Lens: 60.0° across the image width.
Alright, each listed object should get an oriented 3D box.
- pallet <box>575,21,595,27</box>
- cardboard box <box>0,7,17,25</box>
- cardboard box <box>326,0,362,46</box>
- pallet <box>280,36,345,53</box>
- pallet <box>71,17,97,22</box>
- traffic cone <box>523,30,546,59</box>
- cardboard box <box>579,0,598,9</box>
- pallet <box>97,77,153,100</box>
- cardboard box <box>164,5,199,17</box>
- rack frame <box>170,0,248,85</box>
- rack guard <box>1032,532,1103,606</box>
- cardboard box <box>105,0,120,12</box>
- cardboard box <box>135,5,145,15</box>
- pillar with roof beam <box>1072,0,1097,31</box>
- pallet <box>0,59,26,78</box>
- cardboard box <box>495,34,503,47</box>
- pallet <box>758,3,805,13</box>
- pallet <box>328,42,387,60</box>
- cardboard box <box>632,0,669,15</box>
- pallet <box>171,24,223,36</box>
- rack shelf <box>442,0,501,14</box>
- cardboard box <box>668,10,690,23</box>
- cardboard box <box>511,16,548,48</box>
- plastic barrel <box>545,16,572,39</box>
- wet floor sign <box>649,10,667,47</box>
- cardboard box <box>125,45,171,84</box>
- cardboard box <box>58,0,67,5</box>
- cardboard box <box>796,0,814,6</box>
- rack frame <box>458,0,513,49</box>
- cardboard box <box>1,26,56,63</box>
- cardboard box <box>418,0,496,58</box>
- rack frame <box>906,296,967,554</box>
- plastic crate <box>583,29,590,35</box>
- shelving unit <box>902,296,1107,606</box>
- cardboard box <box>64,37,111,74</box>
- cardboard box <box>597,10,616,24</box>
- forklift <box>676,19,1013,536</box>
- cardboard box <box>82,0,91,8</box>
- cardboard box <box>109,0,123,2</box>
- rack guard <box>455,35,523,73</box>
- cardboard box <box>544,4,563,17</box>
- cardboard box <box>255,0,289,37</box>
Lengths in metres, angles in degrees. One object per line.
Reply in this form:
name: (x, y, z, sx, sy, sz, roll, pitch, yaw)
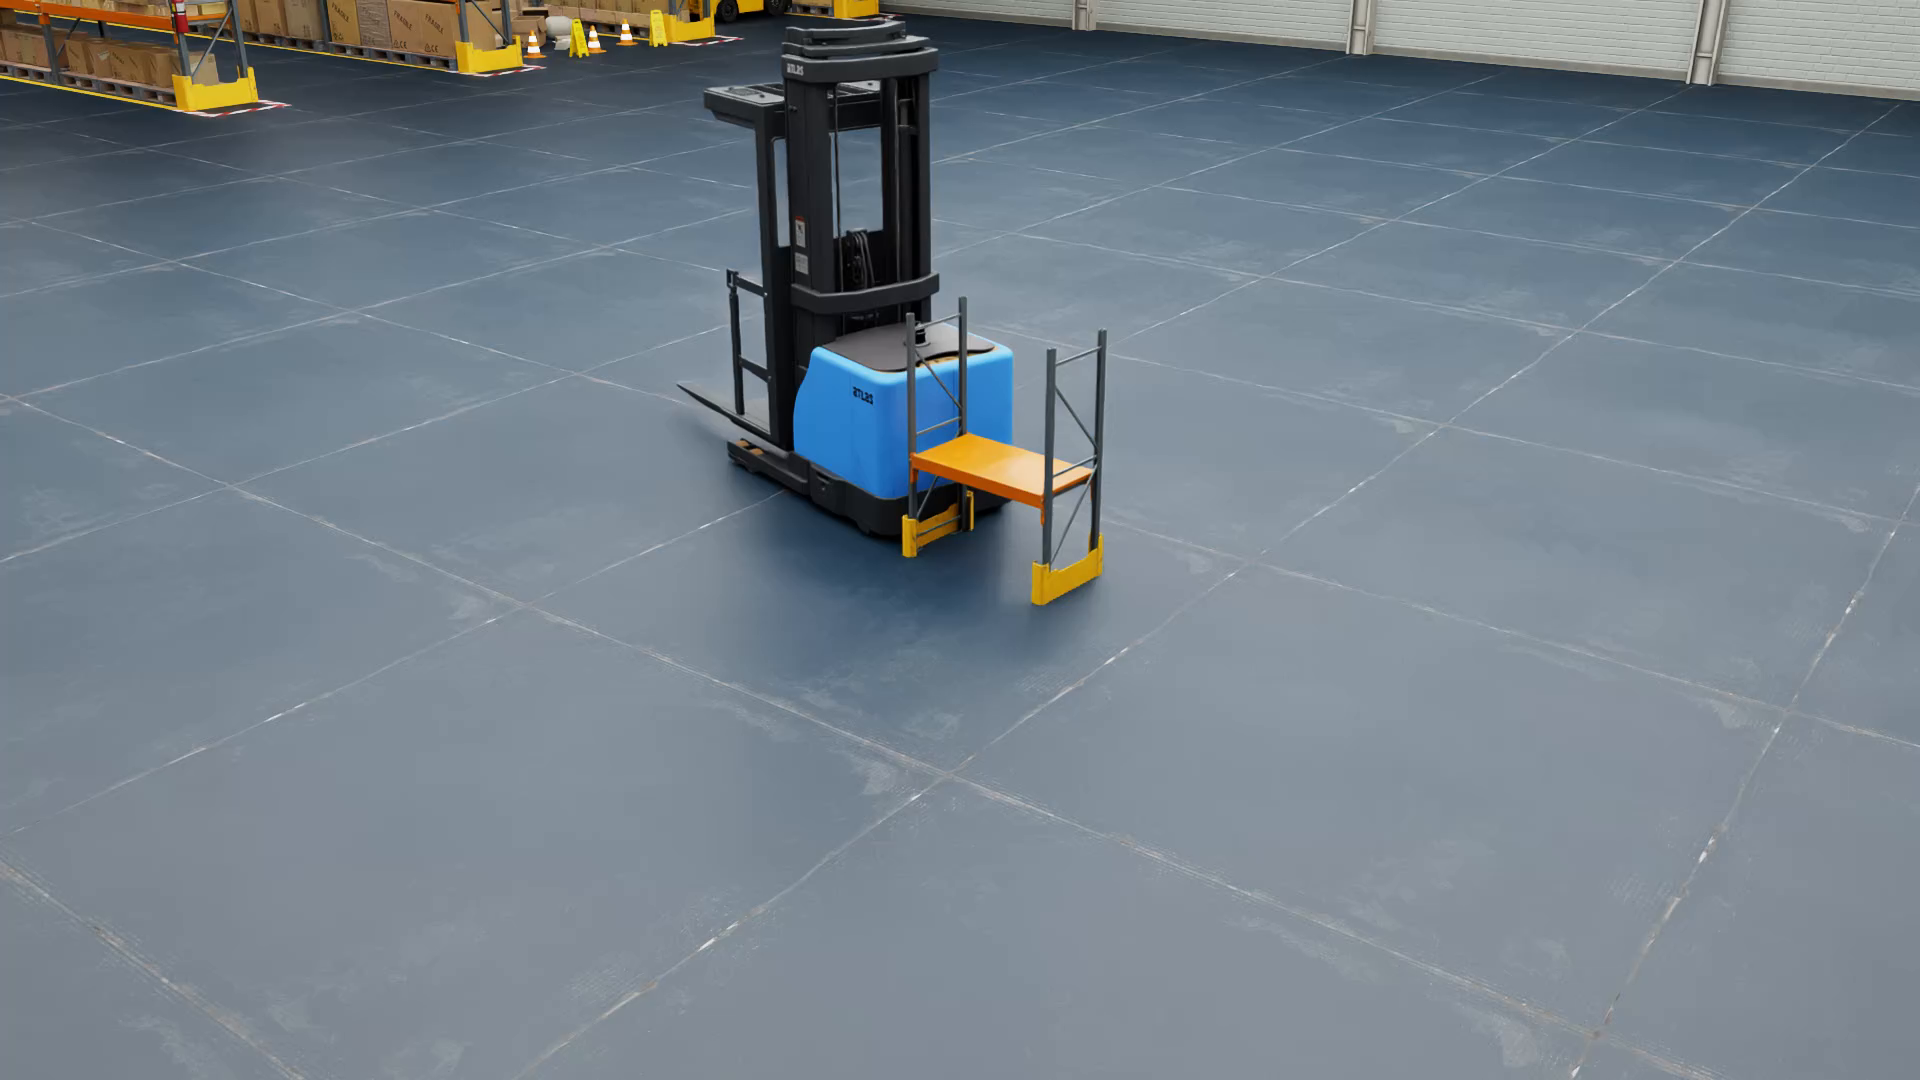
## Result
pallet: (-7.873, -10.682, 34.232, 1.213, 0.211, 1.003, 17, 29, 33)
cardboard box: (-16.592, -9.002, 28.586, 0.500, 0.250, 0.500, 21, 31, 39)
cardboard box: (-10.859, -9.533, 30.279, 0.875, 0.875, 0.875, 17, 29, 34)
pallet: (-11.982, -9.374, 31.263, 1.213, 0.211, 1.003, 17, 29, 33)
pallet: (-18.280, -11.297, 35.628, 1.213, 0.211, 1.003, 17, 29, 33)
traffic cone: (-7.692, -8.946, 29.980, 0.334, 0.463, 0.336, 17, 29, 33)
cardboard box: (-7.272, -10.905, 33.238, 0.500, 0.500, 0.500, 19, 30, 36)
pallet: (-12.836, -7.190, 26.306, 1.213, 0.211, 1.003, 17, 29, 33)
cardboard box: (-11.527, -7.832, 24.616, 0.250, 0.149, 0.380, 17, 29, 33)
rack frame: (-11.175, -7.944, 24.560, 0.127, 3.000, 1.000, 17, 29, 33)
rack guard: (0.621, 0.162, 9.572, 0.087, 0.250, 0.587, 19, 30, 37)
cardboard box: (-12.790, -8.160, 25.362, 0.250, 0.149, 0.380, 17, 29, 33)
cardboard box: (-12.148, -8.002, 25.002, 0.250, 0.149, 0.380, 17, 29, 33)
pillar with roof beam: (-0.055, -13.109, 28.841, 0.400, 9.000, 9.100, 17, 29, 33)
pallet: (-15.980, -8.118, 28.413, 1.213, 0.211, 1.003, 17, 29, 33)
cardboard box: (-8.840, -9.415, 31.289, 0.396, 0.266, 0.258, -21, 31, -39)
pallet: (-3.866, -11.935, 37.075, 1.213, 0.211, 1.003, 17, 29, 33)
pallet: (-10.758, -9.002, 30.420, 1.213, 0.211, 1.003, 17, 29, 33)
cardboard box: (-6.029, -10.528, 32.384, 0.500, 0.500, 0.500, 17, 29, 34)
pallet: (-15.145, -10.368, 33.520, 1.213, 0.211, 1.003, 17, 29, 33)
rack shelf: (-9.719, -9.675, 29.380, 4.000, 0.370, 1.077, 17, 29, 33)
cardboard box: (-5.711, -10.360, 32.932, 0.500, 0.250, 0.500, 17, 29, 33)
cardboard box: (-8.155, -9.607, 31.430, 0.637, 0.503, 0.797, -1, 24, -3)
plastic barrel: (-7.792, -9.974, 32.361, 0.512, 0.421, 0.421, -5, 24, -12)
wet floor sign: (-5.721, -9.673, 31.404, 0.267, 0.644, 0.232, -15, 28, -30)
cardboard box: (-12.653, -7.440, 25.995, 0.500, 0.500, 0.500, 20, 31, 38)
cardboard box: (-13.975, -8.531, 26.204, 0.250, 0.149, 0.380, 17, 29, 33)
cardboard box: (-3.215, -11.813, 36.230, 0.500, 0.250, 0.500, 17, 29, 33)
rack frame: (-8.119, -9.520, 28.137, 0.127, 3.000, 1.000, 17, 29, 33)
cardboard box: (-15.672, -8.381, 28.106, 0.500, 0.500, 0.700, 14, 27, 29)
cardboard box: (-8.701, -8.883, 28.804, 0.875, 0.875, 0.875, 17, 29, 34)
rack frame: (-0.133, -0.673, 9.918, 0.032, 1.500, 0.500, 19, 30, 37)
plastic crate: (-7.667, -10.129, 33.139, 0.583, 0.080, 0.402, 7, 25, 15)
shelving unit: (0.245, -0.541, 9.619, 1.083, 1.500, 0.587, 19, 30, 37)
cardboard box: (-14.079, -7.850, 26.926, 0.500, 0.500, 0.500, 16, 28, 32)
cardboard box: (-6.871, -10.437, 33.107, 0.500, 0.250, 0.500, 16, 28, 31)
forklift: (-0.937, -1.900, 10.927, 1.130, 2.935, 3.031, -17, 29, -33)
cardboard box: (-13.369, -8.353, 25.800, 0.250, 0.149, 0.380, 17, 29, 33)
cardboard box: (-12.445, -8.485, 25.295, 0.500, 0.500, 0.875, 17, 29, 33)
rack guard: (-8.100, -8.370, 28.628, 0.348, 0.500, 1.175, 17, 29, 33)
cardboard box: (-8.122, -10.813, 33.961, 0.500, 0.250, 0.500, 15, 28, 31)
cardboard box: (-12.640, -10.006, 31.508, 0.750, 0.750, 1.050, 17, 29, 33)
